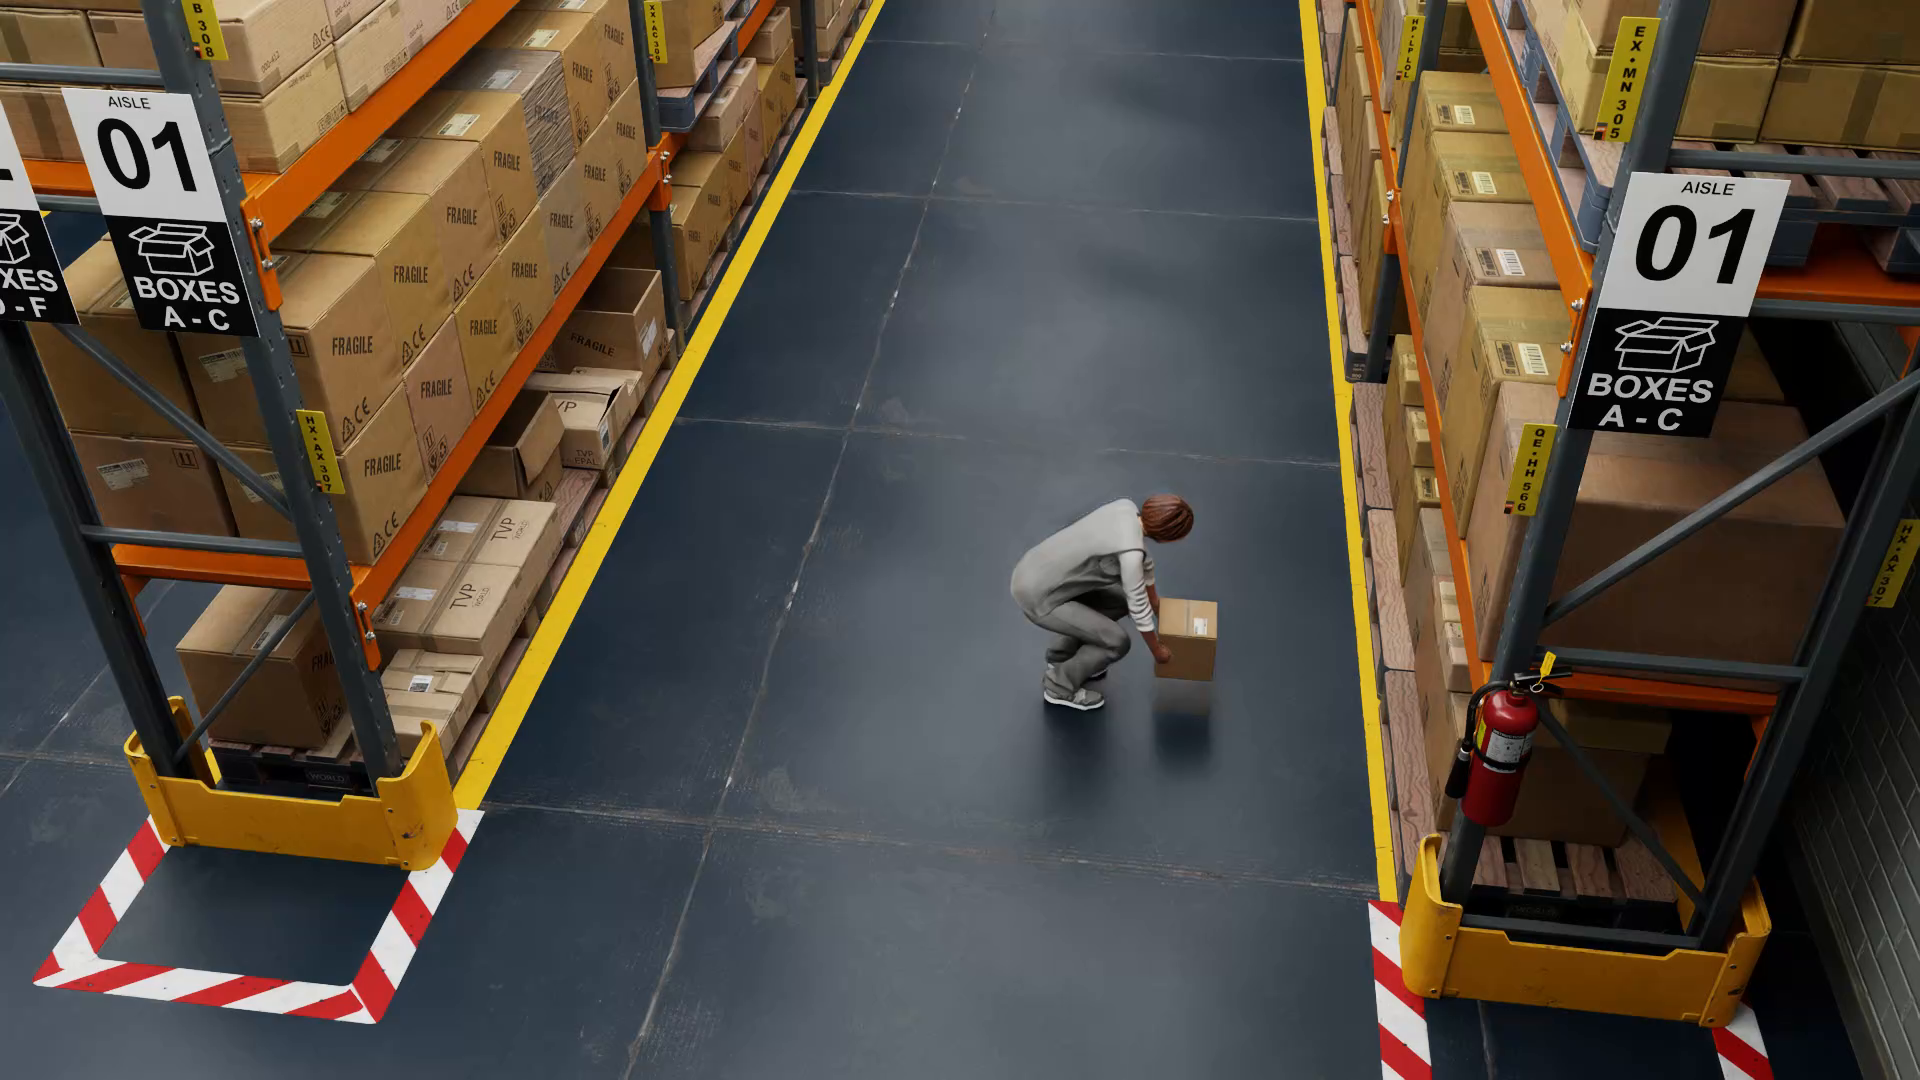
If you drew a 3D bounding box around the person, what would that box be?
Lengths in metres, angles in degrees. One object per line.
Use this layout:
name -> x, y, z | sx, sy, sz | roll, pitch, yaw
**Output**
person -> 0.597, 0.232, 7.203 | 0.757, 1.039, 0.457 | 4, 37, 6
